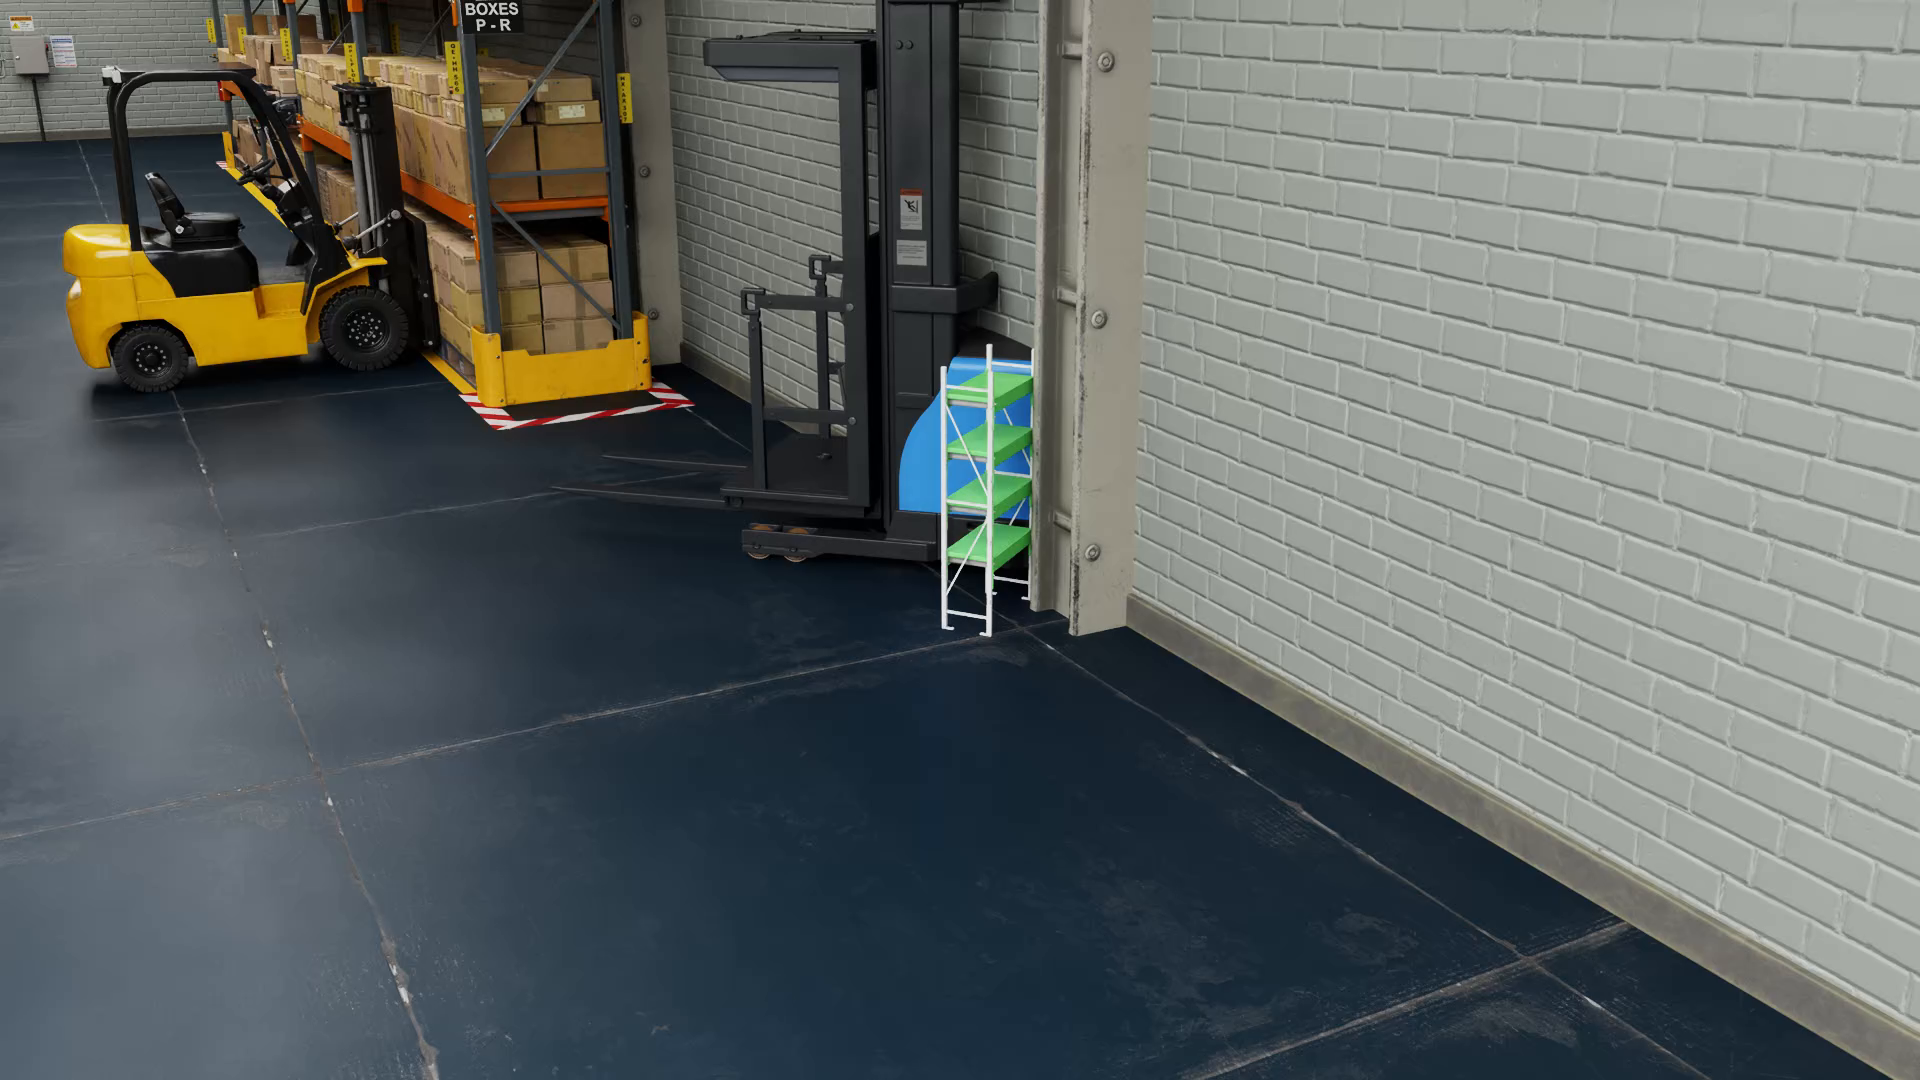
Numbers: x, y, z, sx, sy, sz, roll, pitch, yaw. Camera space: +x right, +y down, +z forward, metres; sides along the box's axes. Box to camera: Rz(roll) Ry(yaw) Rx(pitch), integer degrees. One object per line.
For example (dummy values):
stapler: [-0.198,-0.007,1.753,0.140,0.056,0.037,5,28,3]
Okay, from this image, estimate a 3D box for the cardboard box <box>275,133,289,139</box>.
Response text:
cardboard box: [-8.323,-5.010,20.745,0.380,0.149,0.250,-11,22,-28]

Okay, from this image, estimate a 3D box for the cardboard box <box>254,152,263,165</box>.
cardboard box: [-9.151,-5.021,22.131,0.396,0.266,0.258,-9,21,-25]

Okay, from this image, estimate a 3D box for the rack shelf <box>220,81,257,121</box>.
rack shelf: [-9.408,-6.132,22.906,1.077,0.370,4.000,-10,21,-27]

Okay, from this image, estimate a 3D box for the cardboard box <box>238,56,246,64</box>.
cardboard box: [-9.166,-6.218,21.825,0.500,0.250,0.500,-10,21,-26]

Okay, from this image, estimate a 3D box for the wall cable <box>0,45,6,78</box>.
wall cable: [-16.180,-8.595,27.383,0.588,1.984,0.122,-10,21,-27]

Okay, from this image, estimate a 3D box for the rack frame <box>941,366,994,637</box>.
rack frame: [0.031,-0.156,7.244,0.240,1.200,0.015,8,21,23]

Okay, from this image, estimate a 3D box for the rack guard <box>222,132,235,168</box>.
rack guard: [-10.322,-5.843,24.797,1.175,0.500,0.348,-10,21,-27]

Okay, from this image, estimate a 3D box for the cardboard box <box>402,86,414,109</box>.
cardboard box: [-4.023,-3.376,12.669,0.380,0.149,0.250,-10,22,-28]

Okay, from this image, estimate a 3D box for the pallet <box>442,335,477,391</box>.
pallet: [-3.160,-1.348,12.214,1.003,0.211,1.213,-10,21,-27]

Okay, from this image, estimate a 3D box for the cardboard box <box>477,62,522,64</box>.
cardboard box: [-3.663,-3.678,13.089,0.380,0.149,0.250,-10,22,-27]

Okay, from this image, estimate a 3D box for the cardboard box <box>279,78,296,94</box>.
cardboard box: [-7.209,-4.959,18.144,0.380,0.149,0.250,-10,21,-26]

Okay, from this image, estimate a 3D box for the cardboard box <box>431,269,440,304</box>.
cardboard box: [-3.759,-1.970,12.547,0.500,0.250,0.500,-11,22,-28]

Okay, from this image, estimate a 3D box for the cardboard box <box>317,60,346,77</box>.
cardboard box: [-6.045,-4.598,16.209,0.380,0.149,0.250,-9,21,-26]

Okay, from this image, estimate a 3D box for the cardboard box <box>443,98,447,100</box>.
cardboard box: [-3.388,-3.016,11.625,0.380,0.149,0.250,-10,21,-26]

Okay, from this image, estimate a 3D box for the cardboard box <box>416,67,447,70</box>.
cardboard box: [-3.849,-3.457,12.448,0.380,0.149,0.250,-10,21,-26]

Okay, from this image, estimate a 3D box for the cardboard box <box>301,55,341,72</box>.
cardboard box: [-6.539,-4.890,17.057,0.380,0.149,0.250,-9,21,-25]

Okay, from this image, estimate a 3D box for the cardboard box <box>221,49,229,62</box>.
cardboard box: [-10.140,-6.799,23.511,0.500,0.250,0.500,-10,21,-26]

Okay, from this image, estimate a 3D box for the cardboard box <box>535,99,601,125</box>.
cardboard box: [-2.693,-2.945,11.419,0.380,0.149,0.250,-11,22,-28]

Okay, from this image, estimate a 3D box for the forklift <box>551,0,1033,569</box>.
forklift: [-0.609,-1.436,8.300,3.031,2.935,1.130,5,20,13]

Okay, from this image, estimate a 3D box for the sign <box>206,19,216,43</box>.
sign: [-10.836,-7.371,24.068,0.100,0.325,0.005,-10,21,-27]

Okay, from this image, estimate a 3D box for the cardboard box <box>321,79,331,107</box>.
cardboard box: [-5.829,-4.310,15.987,0.500,0.250,0.500,-10,21,-26]

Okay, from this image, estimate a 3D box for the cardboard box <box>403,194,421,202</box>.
cardboard box: [-4.706,-2.785,14.143,0.500,0.250,0.500,-10,22,-27]

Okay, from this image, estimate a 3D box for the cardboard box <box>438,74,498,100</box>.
cardboard box: [-3.408,-3.155,11.572,0.380,0.149,0.250,-9,21,-25]

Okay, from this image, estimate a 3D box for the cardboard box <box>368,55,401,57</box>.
cardboard box: [-5.935,-4.900,17.085,0.380,0.149,0.250,-10,21,-27]

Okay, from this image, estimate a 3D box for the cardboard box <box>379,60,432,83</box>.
cardboard box: [-4.405,-3.736,13.255,0.380,0.149,0.250,-9,21,-25]

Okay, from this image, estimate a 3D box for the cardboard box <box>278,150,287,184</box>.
cardboard box: [-7.932,-4.446,20.105,0.500,0.500,0.500,-11,22,-28]

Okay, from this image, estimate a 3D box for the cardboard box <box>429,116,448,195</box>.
cardboard box: [-3.463,-2.751,11.853,0.500,0.500,0.500,-9,21,-25]

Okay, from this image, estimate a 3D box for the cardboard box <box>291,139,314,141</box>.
cardboard box: [-7.847,-4.712,19.883,0.380,0.149,0.250,-9,21,-25]

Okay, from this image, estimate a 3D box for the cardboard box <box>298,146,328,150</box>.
cardboard box: [-7.345,-4.415,19.020,0.380,0.149,0.250,-9,21,-25]

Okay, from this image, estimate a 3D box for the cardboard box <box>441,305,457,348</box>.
cardboard box: [-3.489,-1.582,12.189,0.500,0.250,0.500,-10,21,-27]

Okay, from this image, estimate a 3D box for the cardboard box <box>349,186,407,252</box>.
cardboard box: [-5.279,-3.049,15.867,0.875,0.625,0.625,-10,22,-27]

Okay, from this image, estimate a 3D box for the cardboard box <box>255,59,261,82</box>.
cardboard box: [-8.137,-5.575,19.751,0.396,0.266,0.258,-9,21,-24]

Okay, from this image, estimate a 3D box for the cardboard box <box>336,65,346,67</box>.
cardboard box: [-5.537,-4.309,15.371,0.380,0.149,0.250,-11,22,-28]

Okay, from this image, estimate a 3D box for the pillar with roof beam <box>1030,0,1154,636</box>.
pillar with roof beam: [-3.237,-3.239,4.223,9.100,9.000,0.400,-10,21,-27]

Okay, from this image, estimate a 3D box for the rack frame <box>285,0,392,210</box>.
rack frame: [-6.559,-4.750,17.798,1.000,3.000,0.127,-10,21,-27]

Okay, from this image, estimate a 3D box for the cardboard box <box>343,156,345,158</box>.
cardboard box: [-7.038,-4.570,19.472,0.380,0.149,0.250,-10,22,-28]

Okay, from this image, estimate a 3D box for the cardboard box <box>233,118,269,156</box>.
cardboard box: [-10.151,-5.874,24.240,0.797,0.503,0.637,-11,22,-29]

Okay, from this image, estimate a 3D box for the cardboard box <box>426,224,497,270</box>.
cardboard box: [-3.750,-2.197,12.440,0.500,0.250,0.500,-10,21,-26]

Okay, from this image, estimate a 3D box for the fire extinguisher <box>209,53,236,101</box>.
fire extinguisher: [-10.835,-6.804,24.441,0.296,0.674,0.183,-10,21,-27]

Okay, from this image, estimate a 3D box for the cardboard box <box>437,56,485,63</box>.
cardboard box: [-4.160,-3.973,13.942,0.380,0.149,0.250,-11,22,-28]

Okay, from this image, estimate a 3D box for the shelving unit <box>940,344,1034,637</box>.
shelving unit: [0.132,-0.228,7.454,0.258,1.200,0.503,8,21,23]

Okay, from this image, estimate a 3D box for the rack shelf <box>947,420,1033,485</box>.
rack shelf: [0.132,-0.395,7.397,0.258,0.148,0.480,8,21,23]

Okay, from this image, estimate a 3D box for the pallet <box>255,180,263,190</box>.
pallet: [-8.784,-4.777,22.152,1.003,0.211,1.213,-10,21,-27]

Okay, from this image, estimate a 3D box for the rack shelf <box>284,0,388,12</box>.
rack shelf: [-5.610,-5.253,15.762,1.077,0.370,4.000,-10,21,-27]

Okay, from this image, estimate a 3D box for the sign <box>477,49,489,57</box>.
sign: [-4.172,-4.134,14.566,0.100,0.325,0.005,-10,21,-27]

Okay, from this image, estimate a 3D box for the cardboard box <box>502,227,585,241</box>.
cardboard box: [-3.062,-2.135,12.258,0.500,0.250,0.500,-10,21,-27]

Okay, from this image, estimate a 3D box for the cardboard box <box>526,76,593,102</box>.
cardboard box: [-2.732,-3.077,11.347,0.380,0.149,0.250,-10,22,-28]

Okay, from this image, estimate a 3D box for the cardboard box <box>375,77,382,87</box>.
cardboard box: [-4.616,-3.749,13.750,0.380,0.149,0.250,-9,21,-25]

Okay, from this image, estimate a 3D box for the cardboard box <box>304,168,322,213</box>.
cardboard box: [-6.949,-3.855,18.392,0.500,0.500,0.500,-9,21,-25]

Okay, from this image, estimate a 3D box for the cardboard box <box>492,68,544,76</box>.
cardboard box: [-3.216,-3.376,12.213,0.380,0.149,0.250,-9,21,-25]

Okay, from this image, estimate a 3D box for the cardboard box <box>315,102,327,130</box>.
cardboard box: [-6.078,-4.222,16.497,0.500,0.250,0.500,-11,22,-28]
